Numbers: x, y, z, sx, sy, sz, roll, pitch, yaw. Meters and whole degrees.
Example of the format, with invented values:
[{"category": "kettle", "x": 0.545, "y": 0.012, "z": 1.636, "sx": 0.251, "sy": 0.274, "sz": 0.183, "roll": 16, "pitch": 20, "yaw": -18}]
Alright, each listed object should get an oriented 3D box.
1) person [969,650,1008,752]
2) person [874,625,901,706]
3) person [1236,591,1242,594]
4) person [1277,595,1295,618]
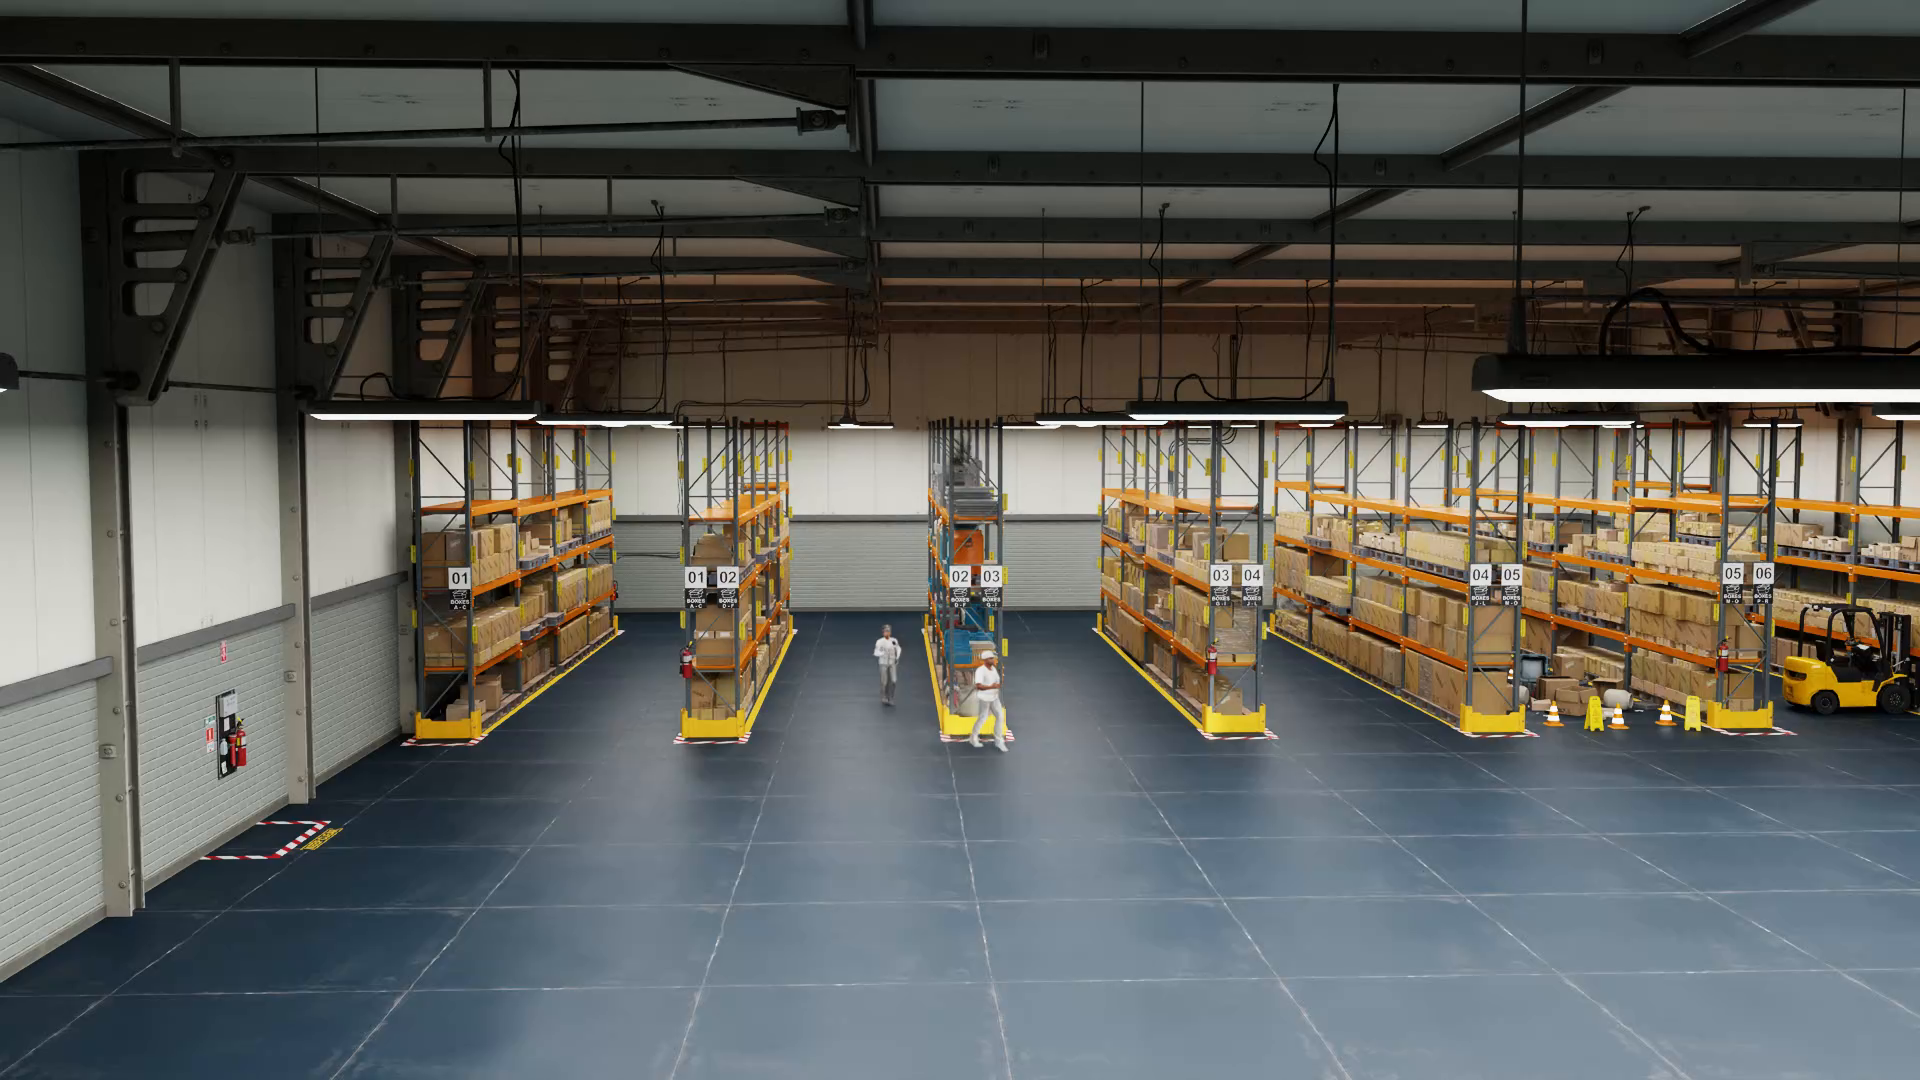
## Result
[{"category": "person", "x": 0.510, "y": 2.878, "z": 29.803, "sx": 0.778, "sy": 1.809, "sz": 0.703, "roll": 3, "pitch": 5, "yaw": 39}, {"category": "person", "x": -1.489, "y": 2.622, "z": 34.675, "sx": 0.594, "sy": 1.712, "sz": 0.638, "roll": -1, "pitch": 4, "yaw": -12}, {"category": "person", "x": 7.750, "y": 1.857, "z": 47.037, "sx": 0.649, "sy": 1.624, "sz": 0.688, "roll": 1, "pitch": 4, "yaw": 20}, {"category": "person", "x": 9.674, "y": 1.703, "z": 49.114, "sx": 0.826, "sy": 1.704, "sz": 0.582, "roll": 0, "pitch": 4, "yaw": 2}]
